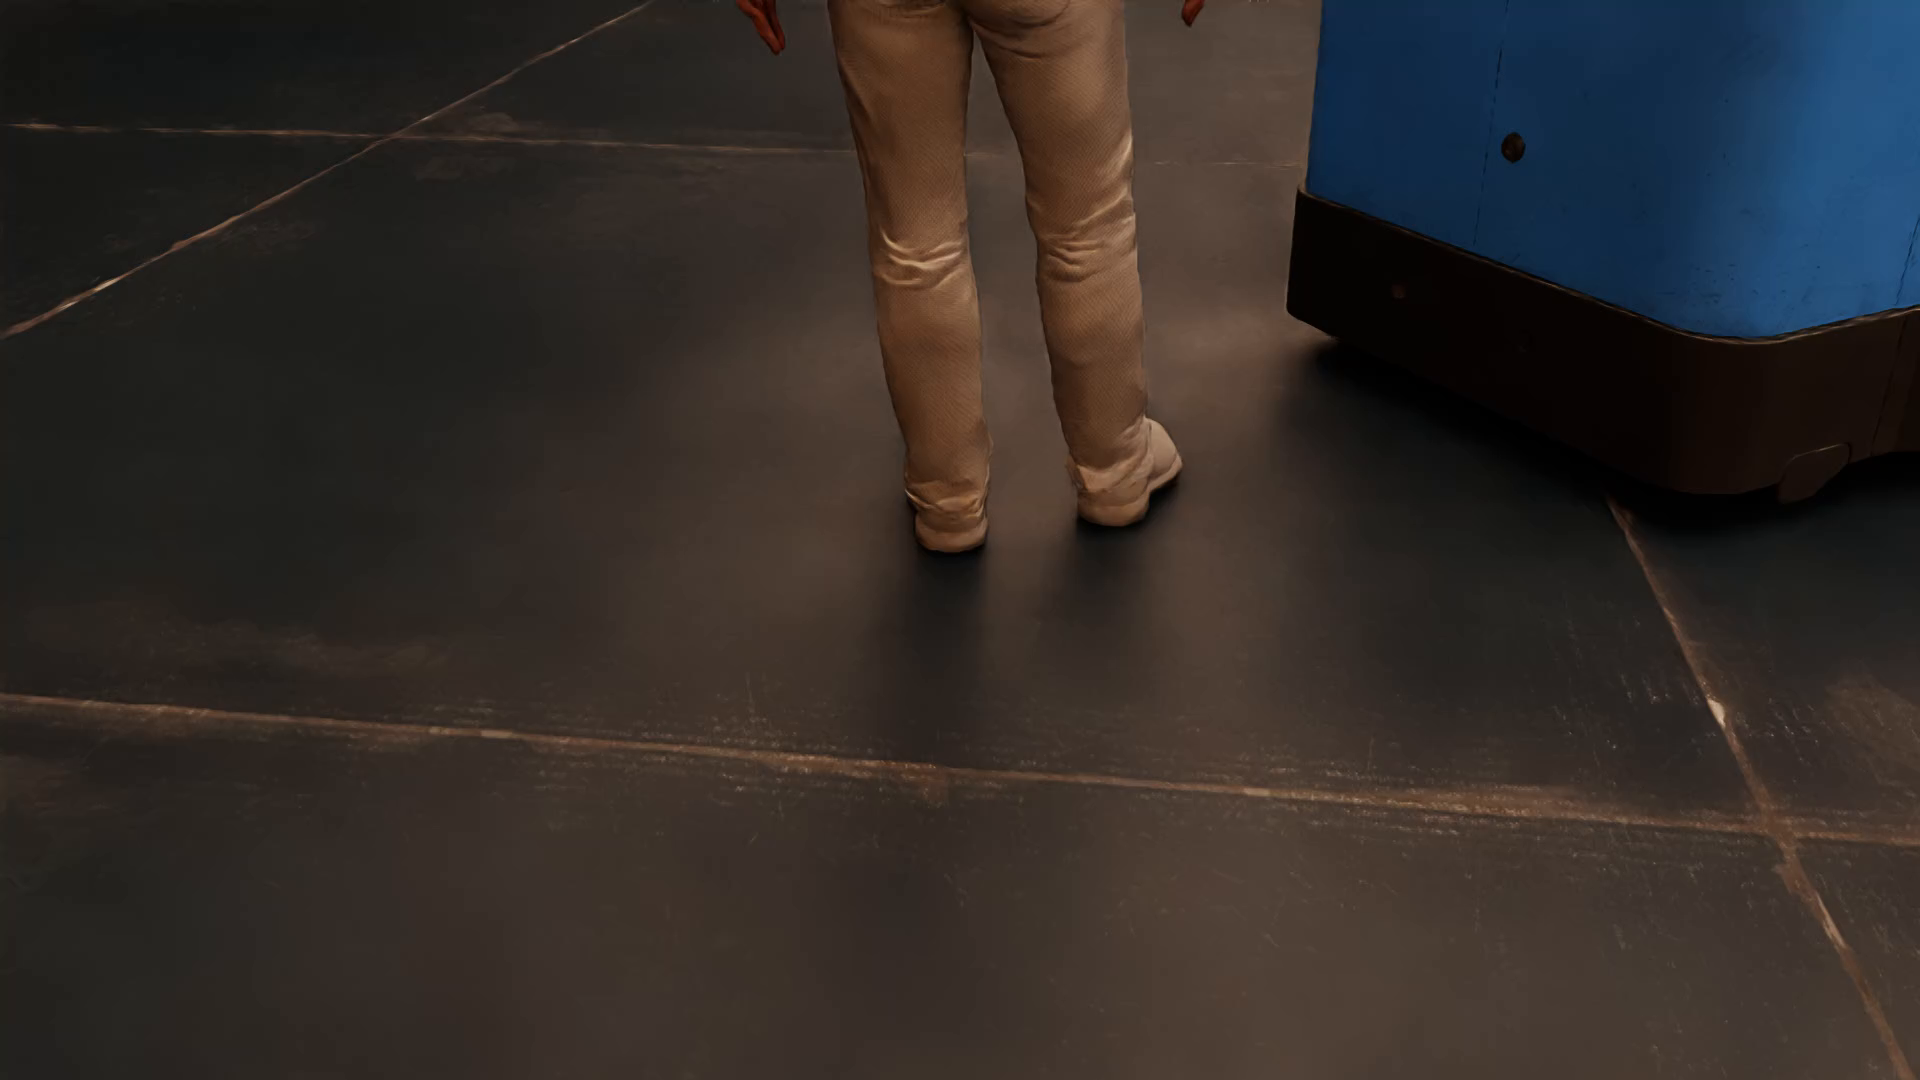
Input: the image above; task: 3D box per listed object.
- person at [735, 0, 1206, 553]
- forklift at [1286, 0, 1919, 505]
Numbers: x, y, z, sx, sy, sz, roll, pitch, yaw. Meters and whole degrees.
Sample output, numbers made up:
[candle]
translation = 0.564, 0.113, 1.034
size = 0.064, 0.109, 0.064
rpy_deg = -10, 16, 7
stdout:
[person]
translation = 0.014, -0.827, 2.164
size = 0.665, 1.766, 0.576
rpy_deg = 3, 27, 7
[forklift]
translation = 2.185, -1.814, 2.852
size = 3.031, 2.935, 1.130
rpy_deg = -13, 29, -24
